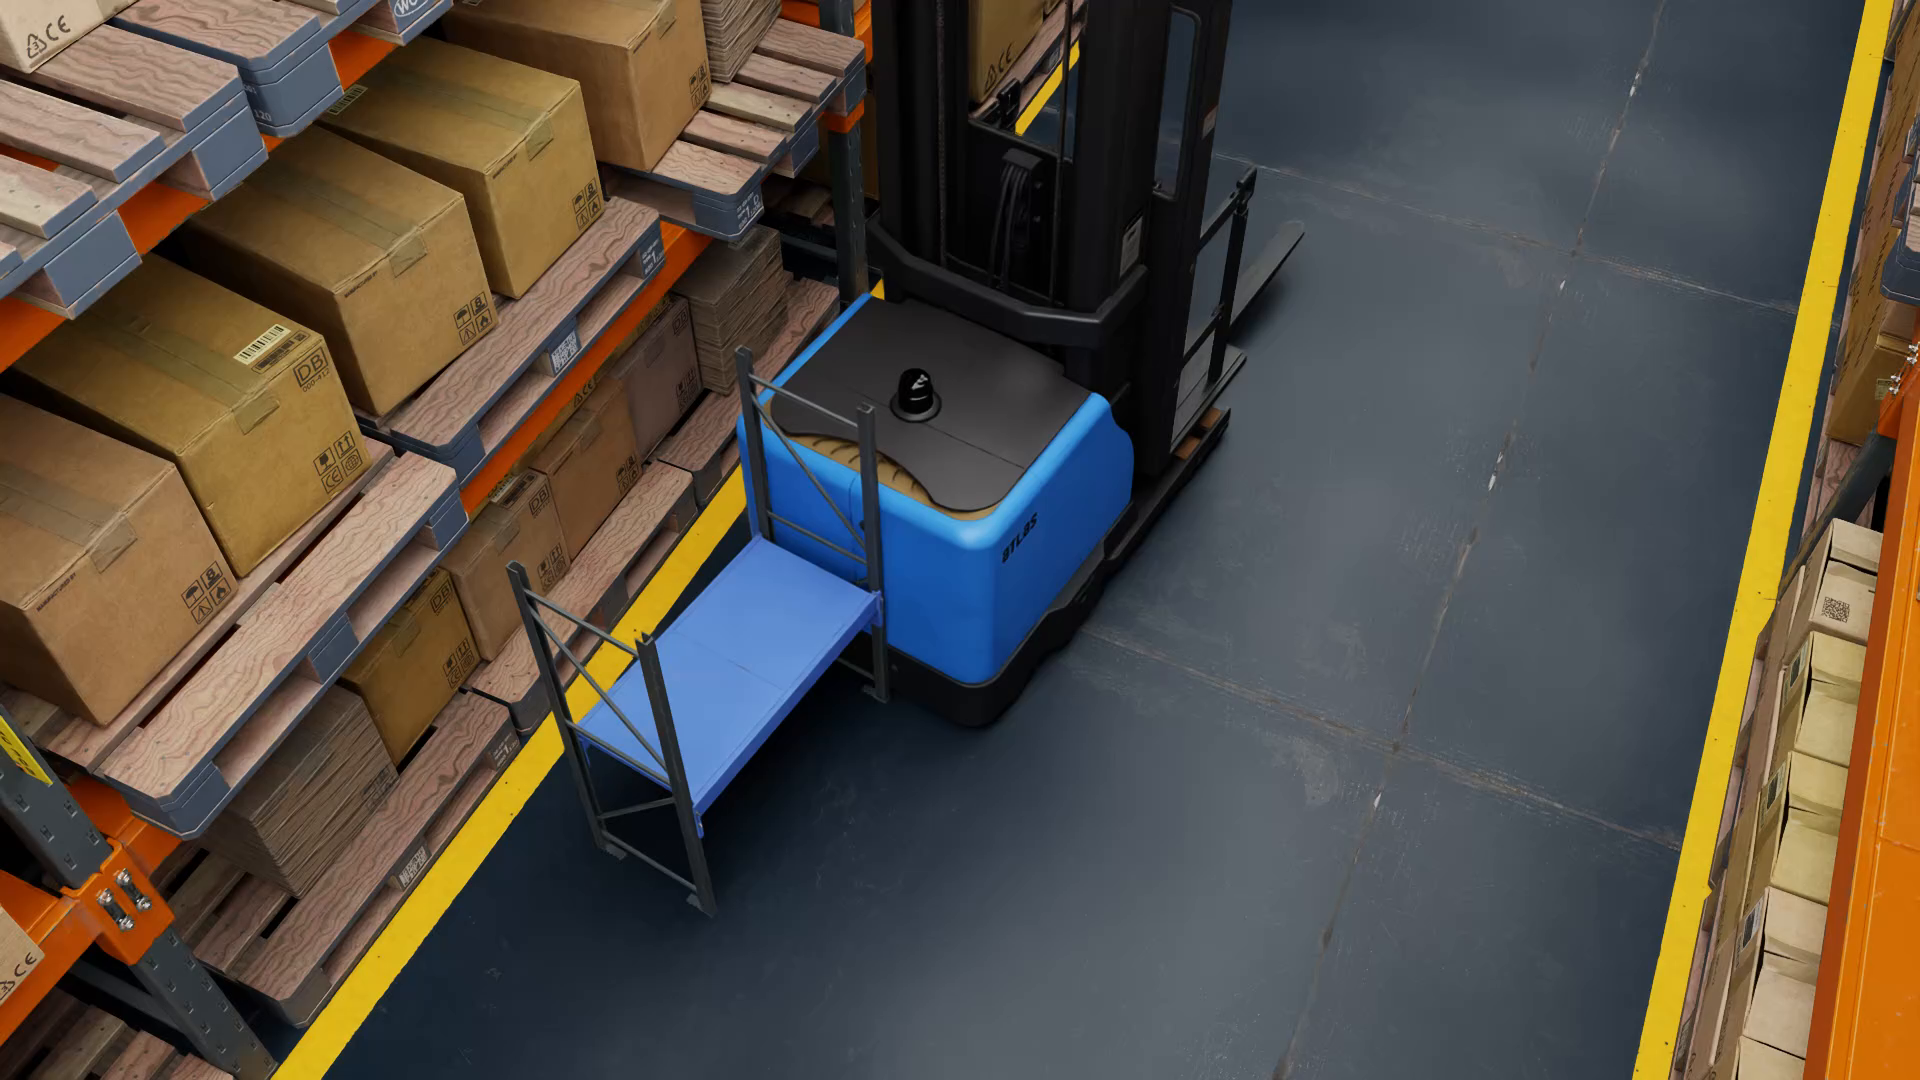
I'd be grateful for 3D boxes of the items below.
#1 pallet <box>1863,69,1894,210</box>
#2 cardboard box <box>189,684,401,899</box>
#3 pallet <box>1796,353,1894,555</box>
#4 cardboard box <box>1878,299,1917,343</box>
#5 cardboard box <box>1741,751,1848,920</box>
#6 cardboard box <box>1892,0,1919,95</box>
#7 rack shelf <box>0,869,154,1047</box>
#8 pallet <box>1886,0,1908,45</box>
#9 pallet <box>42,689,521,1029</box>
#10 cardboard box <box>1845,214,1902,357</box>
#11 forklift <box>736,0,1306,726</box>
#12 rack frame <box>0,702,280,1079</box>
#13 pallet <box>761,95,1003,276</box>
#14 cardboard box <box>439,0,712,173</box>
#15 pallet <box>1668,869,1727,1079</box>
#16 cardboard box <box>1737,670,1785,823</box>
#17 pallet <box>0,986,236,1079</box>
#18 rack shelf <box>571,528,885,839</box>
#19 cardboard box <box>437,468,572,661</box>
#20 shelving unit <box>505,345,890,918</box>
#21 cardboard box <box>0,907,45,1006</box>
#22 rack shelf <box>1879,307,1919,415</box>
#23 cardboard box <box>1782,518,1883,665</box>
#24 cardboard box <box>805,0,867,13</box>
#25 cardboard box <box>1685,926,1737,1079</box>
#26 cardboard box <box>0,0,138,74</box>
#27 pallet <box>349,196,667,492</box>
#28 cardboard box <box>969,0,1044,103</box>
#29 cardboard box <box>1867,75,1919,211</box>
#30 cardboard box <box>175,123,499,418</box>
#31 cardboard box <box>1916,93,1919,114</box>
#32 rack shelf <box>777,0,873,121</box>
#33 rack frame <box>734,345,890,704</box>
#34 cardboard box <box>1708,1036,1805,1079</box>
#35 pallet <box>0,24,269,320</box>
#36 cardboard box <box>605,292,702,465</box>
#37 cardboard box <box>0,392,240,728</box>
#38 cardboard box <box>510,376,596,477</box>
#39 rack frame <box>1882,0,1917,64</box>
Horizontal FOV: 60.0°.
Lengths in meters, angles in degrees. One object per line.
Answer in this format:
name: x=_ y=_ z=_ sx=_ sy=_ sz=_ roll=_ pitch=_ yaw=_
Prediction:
pallet: x=4.990 y=-1.881 z=8.027 sx=1.003 sy=0.211 sz=1.213 roll=20 pitch=52 yaw=16
cardboard box: x=-2.296 y=0.698 z=5.354 sx=0.700 sy=0.500 sz=0.500 roll=21 pitch=53 yaw=17
pallet: x=3.947 y=-0.201 z=6.598 sx=1.003 sy=0.211 sz=1.213 roll=20 pitch=52 yaw=16
cardboard box: x=3.802 y=-0.939 z=6.255 sx=0.500 sy=0.250 sz=0.500 roll=22 pitch=53 yaw=17
cardboard box: x=2.668 y=0.950 z=4.948 sx=0.500 sy=0.311 sz=0.500 roll=19 pitch=52 yaw=15
cardboard box: x=4.876 y=-2.436 z=8.021 sx=0.500 sy=0.500 sz=0.500 roll=18 pitch=52 yaw=14
rack shelf: x=-3.450 y=2.153 z=3.236 sx=1.077 sy=0.370 sz=4.000 roll=20 pitch=52 yaw=16
pallet: x=5.597 y=-2.926 z=8.917 sx=1.003 sy=0.211 sz=1.213 roll=20 pitch=52 yaw=16
pallet: x=-2.264 y=0.909 z=5.653 sx=1.003 sy=0.211 sz=1.213 roll=20 pitch=52 yaw=16
cardboard box: x=4.003 y=-1.012 z=6.809 sx=0.500 sy=0.500 sz=0.500 roll=18 pitch=52 yaw=15
forklift: x=0.457 y=-1.395 z=5.828 sx=1.130 sy=2.935 sz=3.031 roll=26 pitch=54 yaw=21
rack frame: x=-2.595 y=0.542 z=4.134 sx=1.000 sy=3.000 sz=0.127 roll=20 pitch=52 yaw=16
pallet: x=-0.482 y=-1.827 z=7.981 sx=1.003 sy=0.211 sz=1.213 roll=20 pitch=52 yaw=16
cardboard box: x=-1.292 y=-1.666 z=5.659 sx=0.700 sy=0.500 sz=0.500 roll=15 pitch=51 yaw=13
pallet: x=2.685 y=1.692 z=4.987 sx=1.003 sy=0.211 sz=1.213 roll=20 pitch=52 yaw=16
cardboard box: x=2.891 y=0.764 z=5.475 sx=0.500 sy=0.250 sz=0.500 roll=18 pitch=52 yaw=15
pallet: x=-2.850 y=1.920 z=4.793 sx=1.003 sy=0.211 sz=1.213 roll=20 pitch=52 yaw=16
rack shelf: x=-0.748 y=0.442 z=5.441 sx=0.538 sy=0.185 sz=1.000 roll=26 pitch=54 yaw=21
cardboard box: x=-1.866 y=-0.013 z=5.959 sx=0.700 sy=0.500 sz=0.500 roll=20 pitch=53 yaw=16
shelving unit: x=-0.748 y=0.325 z=5.304 sx=0.538 sy=1.500 sz=1.048 roll=26 pitch=54 yaw=21
cardboard box: x=-2.524 y=1.009 z=3.822 sx=0.500 sy=0.250 sz=0.500 roll=20 pitch=52 yaw=16
rack shelf: x=4.448 y=-1.747 z=6.554 sx=1.077 sy=0.370 sz=4.000 roll=20 pitch=52 yaw=16
cardboard box: x=3.105 y=0.235 z=5.557 sx=0.500 sy=0.311 sz=0.500 roll=21 pitch=53 yaw=17
cardboard box: x=-0.536 y=-2.288 z=6.695 sx=0.380 sy=0.149 sz=0.250 roll=19 pitch=52 yaw=16
cardboard box: x=2.455 y=1.477 z=4.869 sx=0.500 sy=0.250 sz=0.500 roll=21 pitch=53 yaw=17
cardboard box: x=-2.026 y=-1.311 z=3.525 sx=0.500 sy=0.311 sz=0.500 roll=21 pitch=53 yaw=17
pallet: x=-1.695 y=-0.773 z=5.380 sx=1.003 sy=0.211 sz=1.213 roll=20 pitch=52 yaw=16
cardboard box: x=-0.074 y=-2.716 z=8.043 sx=0.750 sy=0.750 sz=0.750 roll=20 pitch=52 yaw=16
cardboard box: x=4.438 y=-1.723 z=7.414 sx=0.500 sy=0.500 sz=0.500 roll=20 pitch=53 yaw=17
cardboard box: x=-1.849 y=-0.818 z=4.937 sx=0.700 sy=0.500 sz=0.500 roll=27 pitch=55 yaw=21
cardboard box: x=4.449 y=-1.990 z=7.149 sx=0.500 sy=0.250 sz=0.500 roll=20 pitch=52 yaw=16
rack shelf: x=-0.032 y=-3.356 z=7.924 sx=1.077 sy=0.370 sz=4.000 roll=20 pitch=52 yaw=16
rack frame: x=-0.473 y=-0.001 z=5.581 sx=0.500 sy=1.500 sz=0.032 roll=26 pitch=54 yaw=21
cardboard box: x=2.231 y=1.649 z=4.354 sx=0.500 sy=0.311 sz=0.500 roll=20 pitch=52 yaw=16
pallet: x=-2.235 y=-0.759 z=3.395 sx=1.213 sy=0.211 sz=1.003 roll=20 pitch=52 yaw=16
cardboard box: x=-1.472 y=-0.715 z=6.556 sx=0.700 sy=0.500 sz=0.500 roll=20 pitch=52 yaw=16
cardboard box: x=-2.347 y=0.028 z=4.217 sx=0.700 sy=0.500 sz=0.500 roll=20 pitch=52 yaw=16
cardboard box: x=-1.662 y=-0.547 z=5.921 sx=0.500 sy=0.250 sz=0.500 roll=20 pitch=52 yaw=16
rack frame: x=5.303 y=-3.357 z=7.452 sx=1.000 sy=3.000 sz=0.127 roll=20 pitch=52 yaw=16
